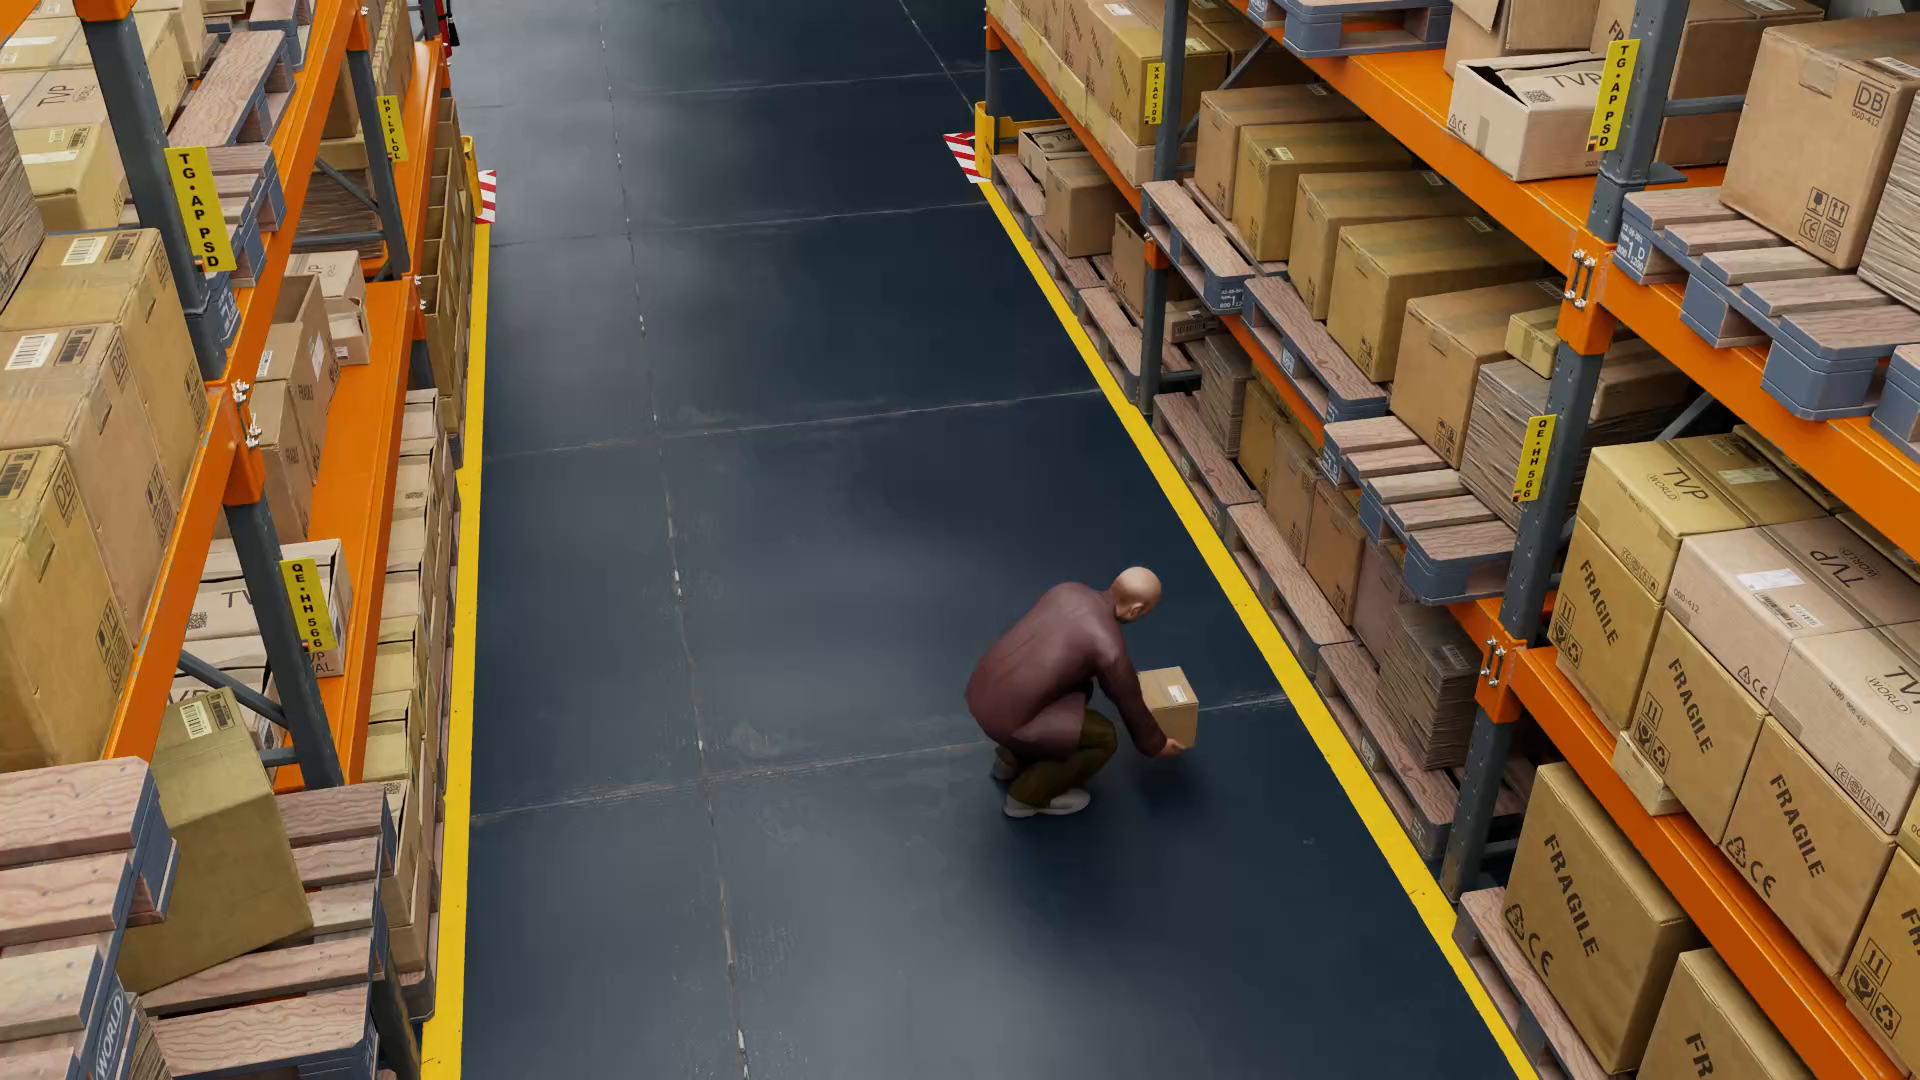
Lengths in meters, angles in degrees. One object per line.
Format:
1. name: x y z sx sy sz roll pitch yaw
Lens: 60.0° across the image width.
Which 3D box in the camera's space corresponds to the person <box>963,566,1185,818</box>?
1. person: 0.463 0.612 6.922 0.909 1.025 0.612 -7 35 -11
